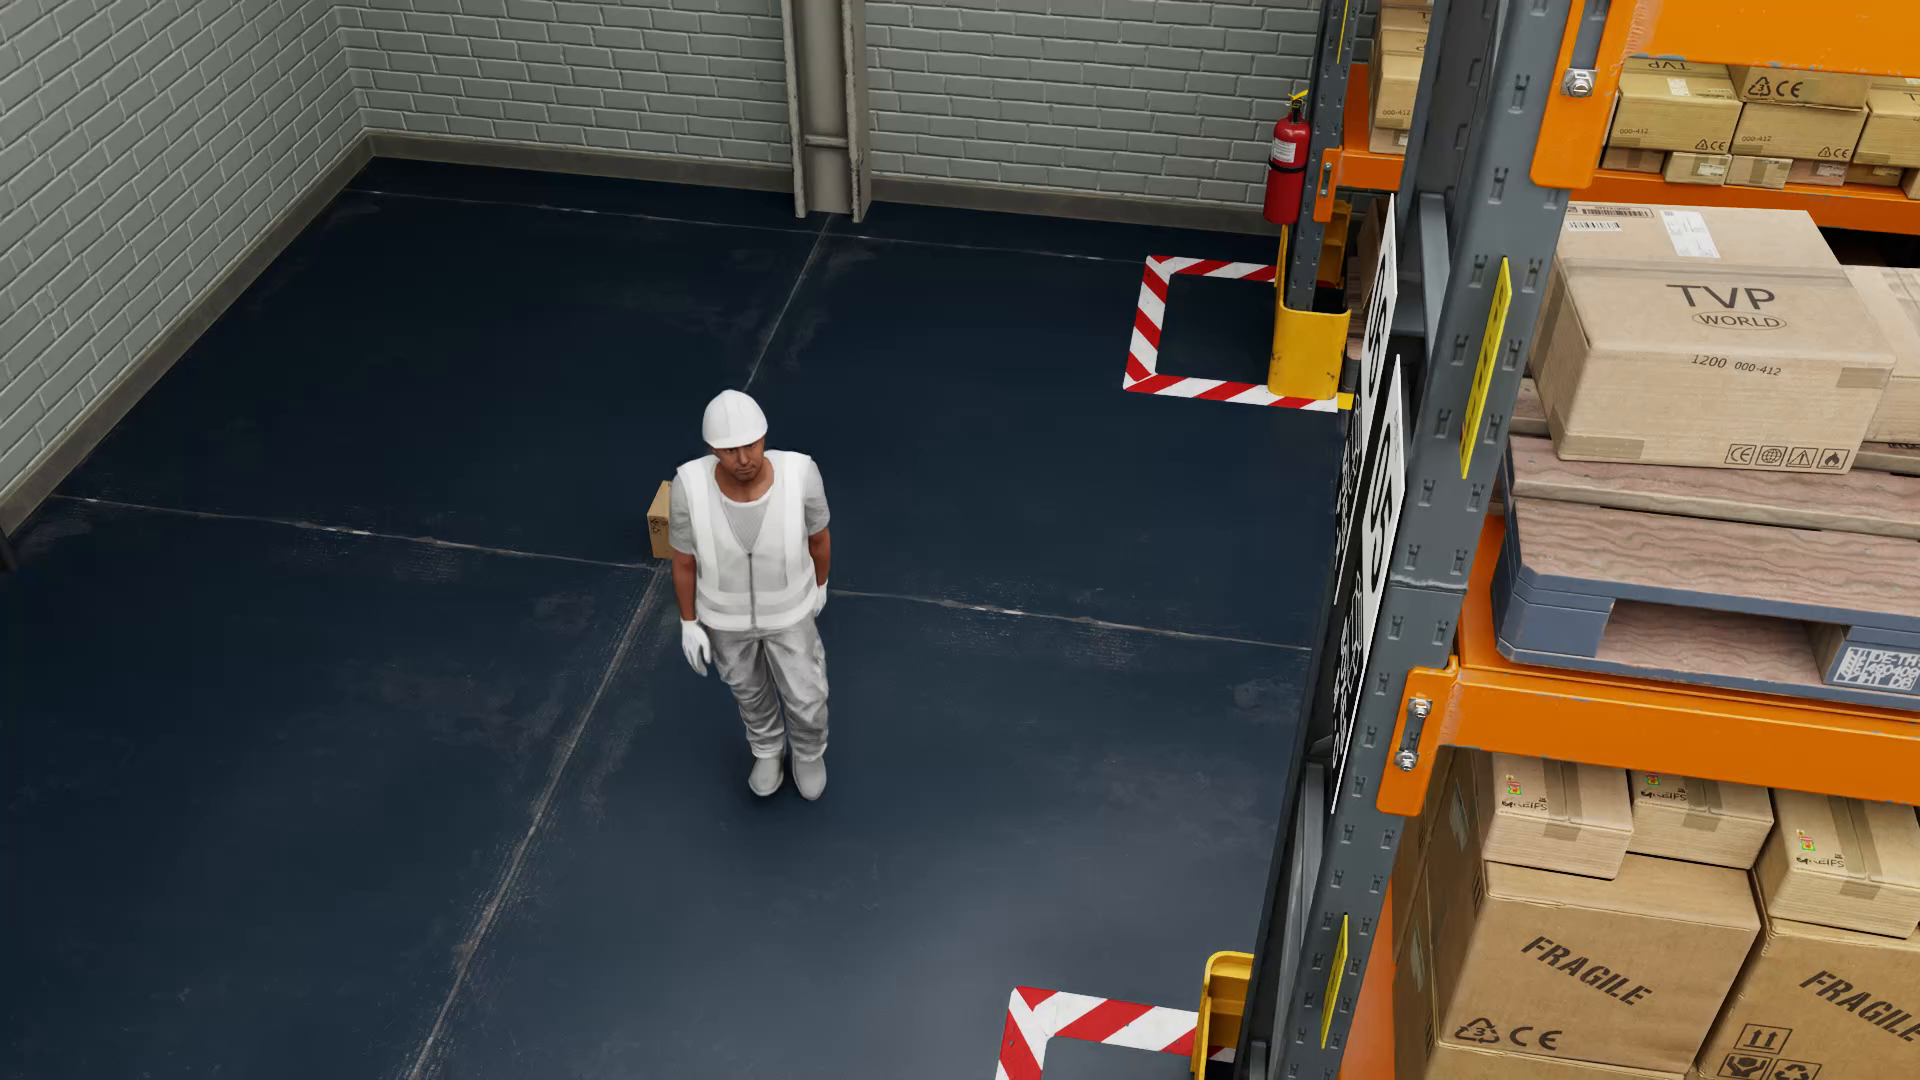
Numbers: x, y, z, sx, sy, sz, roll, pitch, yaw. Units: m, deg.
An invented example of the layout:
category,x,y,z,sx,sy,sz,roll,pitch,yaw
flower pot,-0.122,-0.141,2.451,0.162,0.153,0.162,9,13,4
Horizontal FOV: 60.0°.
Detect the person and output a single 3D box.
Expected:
category,x,y,z,sx,sy,sz,roll,pitch,yaw
person,-0.706,0.274,5.800,0.544,1.812,0.455,-3,40,-3
